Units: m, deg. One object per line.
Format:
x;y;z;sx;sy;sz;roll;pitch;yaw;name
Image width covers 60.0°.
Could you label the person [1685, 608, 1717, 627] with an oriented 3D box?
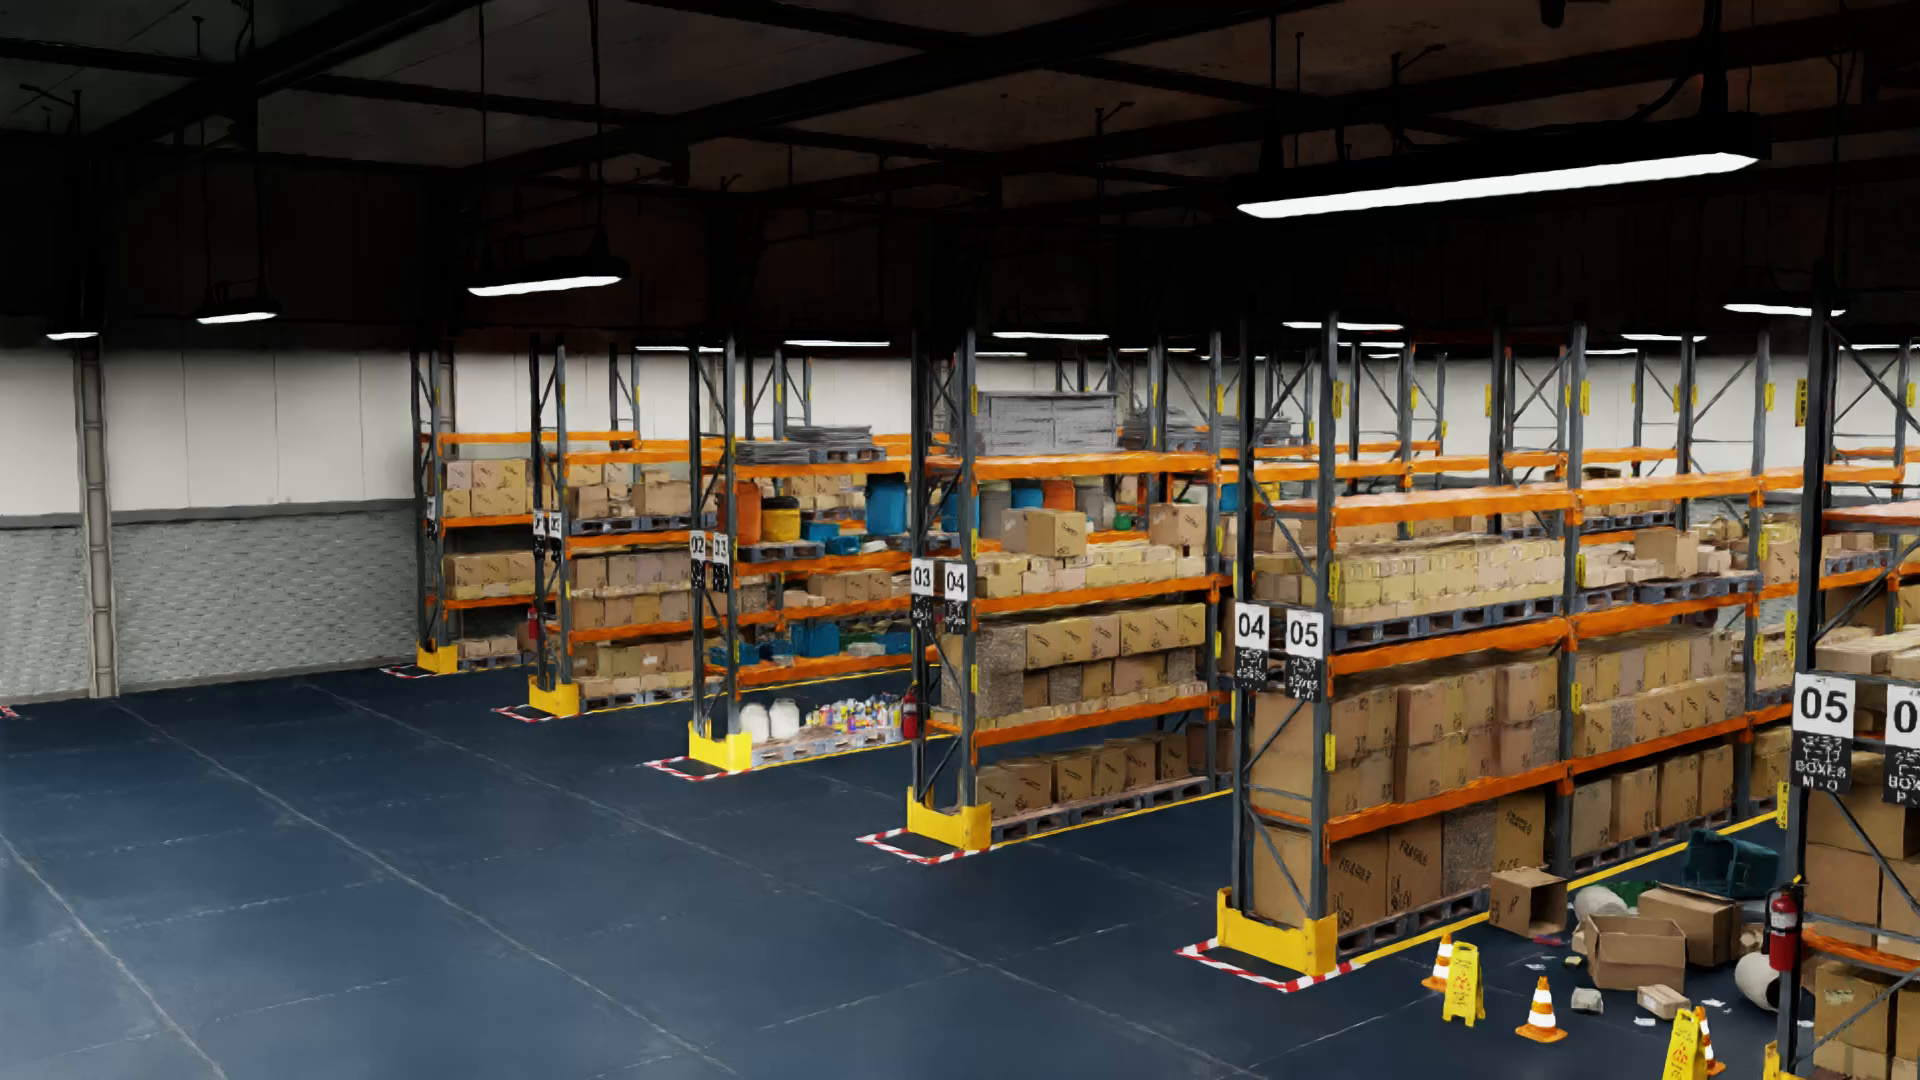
13.600;1.451;30.652;0.612;1.768;0.596;1;5;16;person
